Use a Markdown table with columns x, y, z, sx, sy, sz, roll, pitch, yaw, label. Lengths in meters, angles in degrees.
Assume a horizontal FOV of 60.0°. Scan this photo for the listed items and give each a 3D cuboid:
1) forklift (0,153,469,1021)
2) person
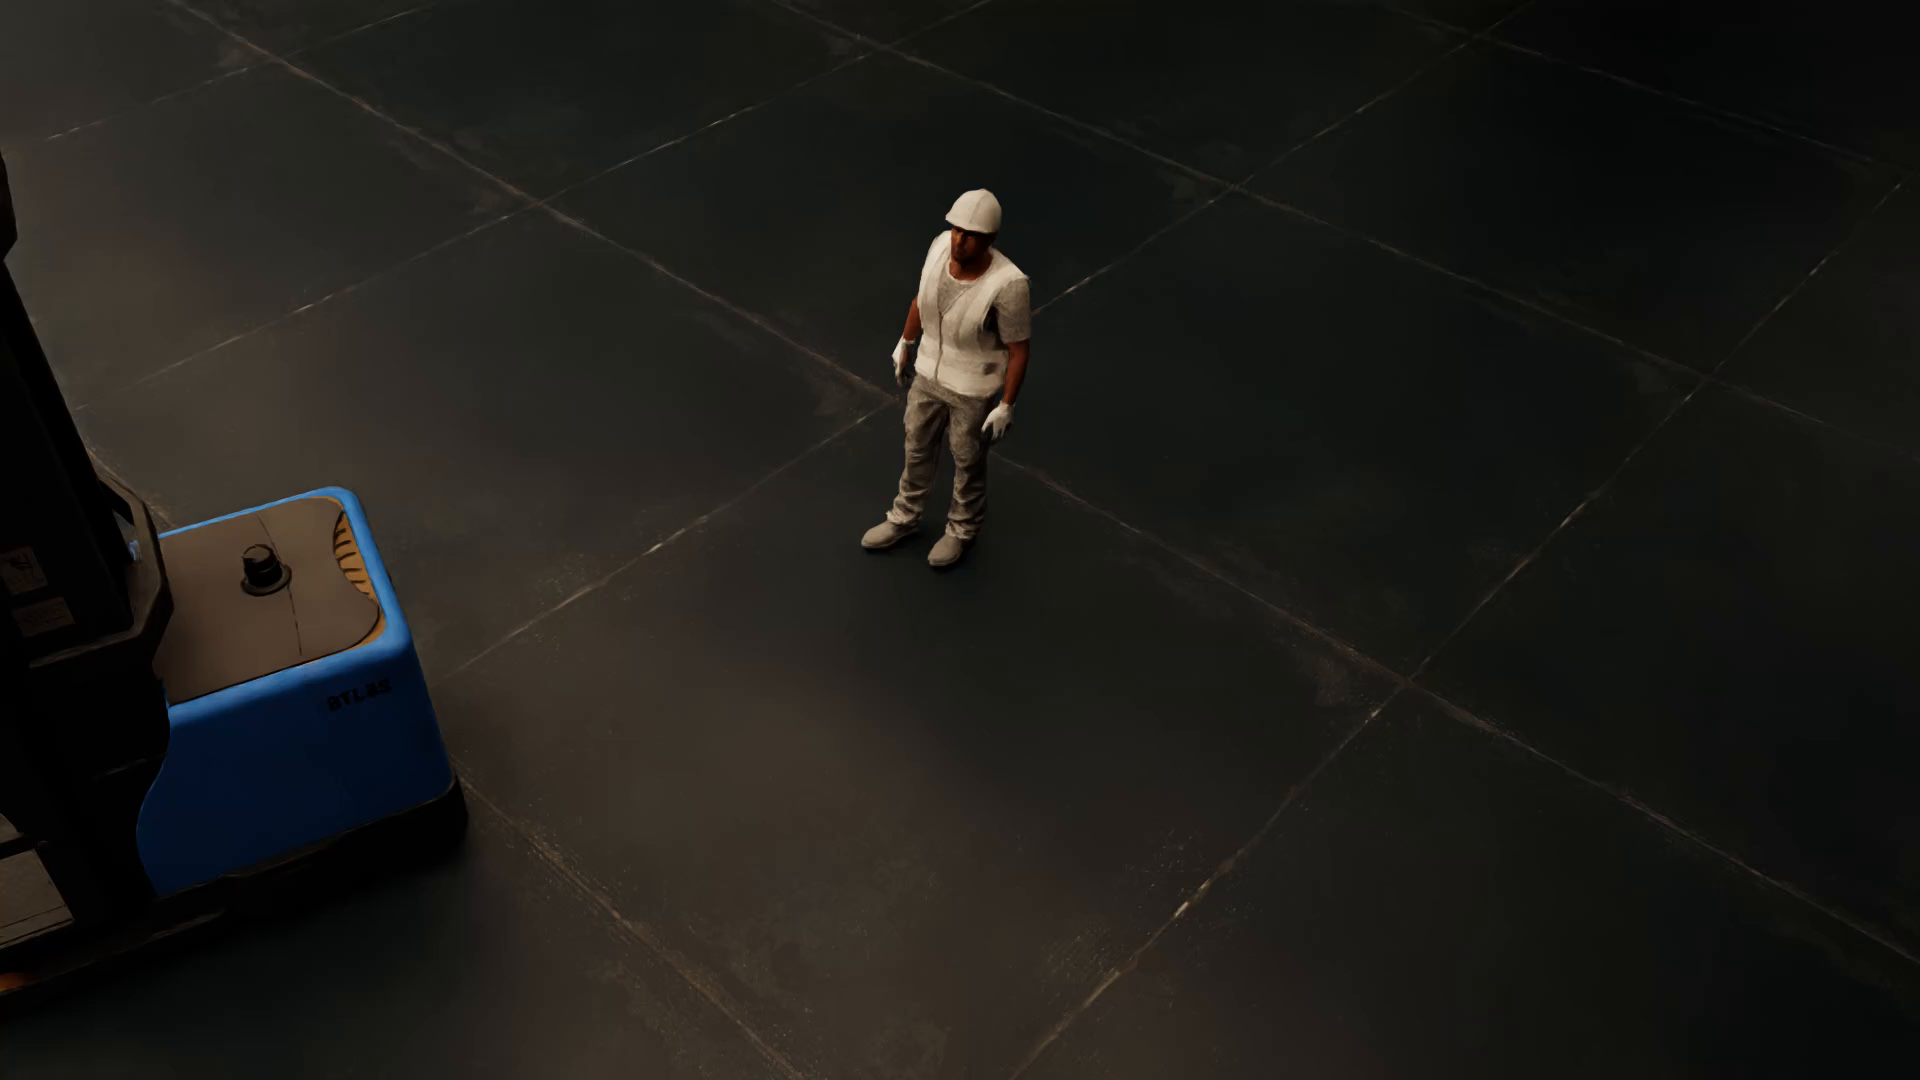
| x | y | z | sx | sy | sz | roll | pitch | yaw | label |
| --- | --- | --- | --- | --- | --- | --- | --- | --- | --- |
| -3.417 | 0.200 | 5.194 | 3.031 | 2.935 | 1.130 | -19 | 44 | -21 | forklift |
| -0.055 | -0.651 | 7.058 | 0.655 | 1.782 | 0.576 | 31 | 49 | 31 | person |
